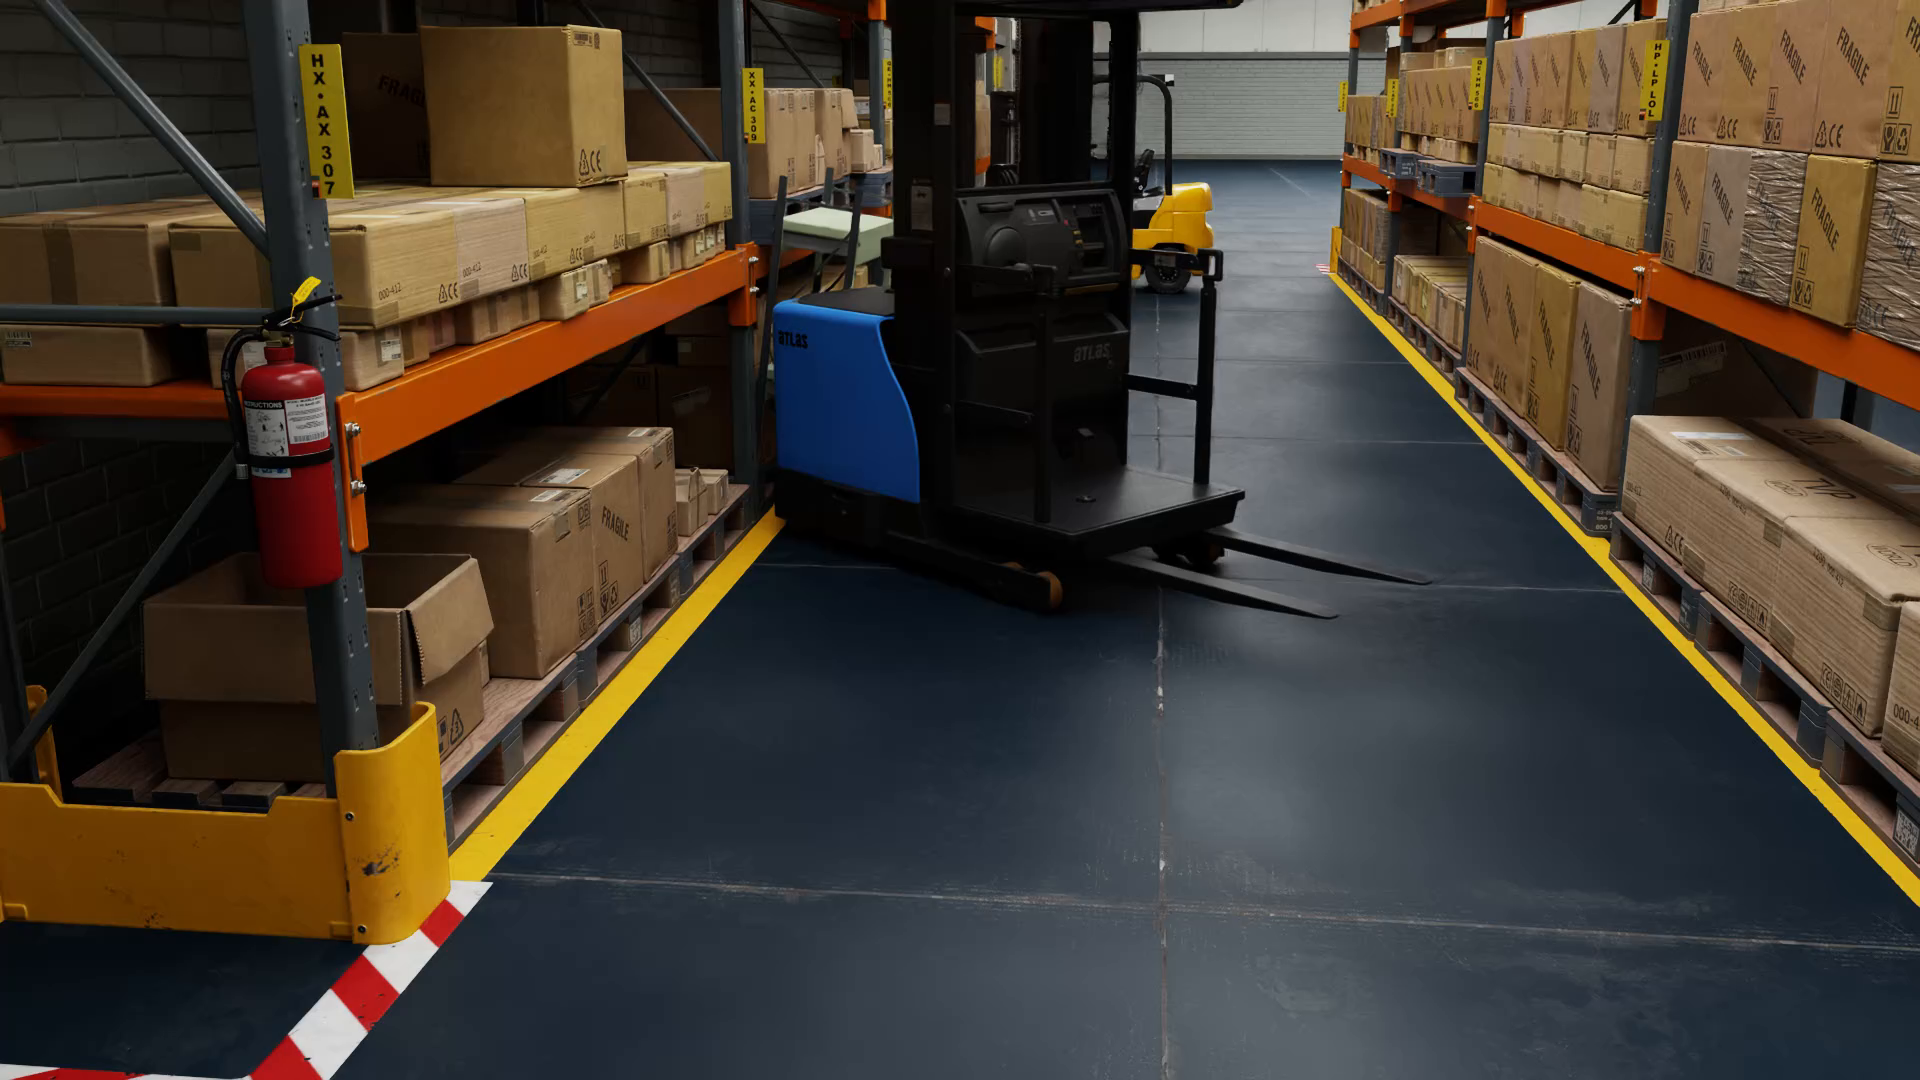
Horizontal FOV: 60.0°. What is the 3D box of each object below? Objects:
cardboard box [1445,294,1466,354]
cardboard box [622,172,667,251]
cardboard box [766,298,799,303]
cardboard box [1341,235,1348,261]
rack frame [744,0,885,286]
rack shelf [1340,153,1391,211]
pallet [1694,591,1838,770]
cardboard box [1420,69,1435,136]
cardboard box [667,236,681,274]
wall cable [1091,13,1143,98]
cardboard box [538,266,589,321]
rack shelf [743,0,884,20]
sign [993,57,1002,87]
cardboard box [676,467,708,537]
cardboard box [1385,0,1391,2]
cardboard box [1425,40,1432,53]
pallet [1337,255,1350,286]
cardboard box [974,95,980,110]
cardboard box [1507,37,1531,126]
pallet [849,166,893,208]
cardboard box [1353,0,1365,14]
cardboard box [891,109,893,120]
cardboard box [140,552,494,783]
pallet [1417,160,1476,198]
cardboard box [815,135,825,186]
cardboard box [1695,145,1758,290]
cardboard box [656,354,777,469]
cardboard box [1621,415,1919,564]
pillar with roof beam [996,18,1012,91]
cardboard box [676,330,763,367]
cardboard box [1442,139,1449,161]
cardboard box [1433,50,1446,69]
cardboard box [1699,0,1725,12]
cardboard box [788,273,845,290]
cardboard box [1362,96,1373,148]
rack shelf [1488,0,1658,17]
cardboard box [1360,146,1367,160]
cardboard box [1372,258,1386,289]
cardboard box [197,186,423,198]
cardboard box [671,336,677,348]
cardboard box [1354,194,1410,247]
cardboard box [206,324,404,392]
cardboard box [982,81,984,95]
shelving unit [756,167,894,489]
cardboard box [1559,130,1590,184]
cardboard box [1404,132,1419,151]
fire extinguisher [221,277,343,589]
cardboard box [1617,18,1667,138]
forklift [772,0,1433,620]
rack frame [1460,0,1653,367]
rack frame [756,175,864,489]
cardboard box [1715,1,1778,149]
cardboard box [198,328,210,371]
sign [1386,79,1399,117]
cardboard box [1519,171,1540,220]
[{"bbox_3d":[3.989,-1.516,11.753,0.950,0.372,0.625,1,15,2],"label":"cardboard box"},{"bbox_3d":[-1.395,-1.216,6.131,0.500,0.250,0.500,2,15,6],"label":"cardboard box"},{"bbox_3d":[-1.079,-1.278,9.385,0.380,0.149,0.250,2,15,8],"label":"cardboard box"},{"bbox_3d":[4.452,-3.185,18.157,0.500,0.250,0.500,2,15,6],"label":"cardboard box"},{"bbox_3d":[-1.017,-2.581,11.461,1.000,3.000,0.127,2,15,6],"label":"rack frame"},{"bbox_3d":[4.592,-3.645,16.772,1.077,0.370,4.000,2,15,6],"label":"rack shelf"},{"bbox_3d":[3.165,0.460,5.557,1.003,0.211,1.213,2,15,6],"label":"pallet"},{"bbox_3d":[3.856,-3.363,12.788,0.500,0.500,0.500,1,15,4],"label":"cardboard box"},{"bbox_3d":[-1.323,-1.129,6.571,0.380,0.149,0.250,2,15,8],"label":"cardboard box"},{"bbox_3d":[3.943,-14.405,49.643,3.097,2.526,0.112,2,15,6],"label":"wall cable"},{"bbox_3d":[-1.415,-0.795,5.336,0.380,0.149,0.250,1,15,5],"label":"cardboard box"},{"bbox_3d":[-1.243,-3.163,9.245,1.077,0.370,4.000,2,15,6],"label":"rack shelf"},{"bbox_3d":[0.423,-5.310,18.879,0.100,0.325,0.005,2,15,6],"label":"sign"},{"bbox_3d":[-1.280,-0.181,7.017,0.396,0.266,0.258,2,15,8],"label":"cardboard box"},{"bbox_3d":[4.229,-5.157,15.723,0.380,0.149,0.250,2,15,8],"label":"cardboard box"},{"bbox_3d":[4.711,-4.387,15.464,0.700,0.500,0.500,2,15,7],"label":"cardboard box"},{"bbox_3d":[4.683,-2.935,18.113,1.003,0.211,1.213,2,15,6],"label":"pallet"},{"bbox_3d":[0.004,-4.586,17.440,0.380,0.149,0.250,2,15,7],"label":"cardboard box"},{"bbox_3d":[3.570,-2.717,9.857,0.500,0.500,0.500,2,15,6],"label":"cardboard box"},{"bbox_3d":[-1.024,-2.311,10.828,1.213,0.211,1.003,2,15,6],"label":"pallet"},{"bbox_3d":[4.458,-5.761,17.955,0.380,0.149,0.250,2,15,6],"label":"cardboard box"},{"bbox_3d":[-0.660,-3.086,11.893,0.380,0.149,0.250,2,15,7],"label":"cardboard box"},{"bbox_3d":[-1.757,0.340,4.635,0.797,0.503,0.637,1,15,4],"label":"cardboard box"},{"bbox_3d":[3.890,-2.531,11.644,1.213,0.211,1.003,2,15,6],"label":"pallet"},{"bbox_3d":[-0.930,-2.030,8.877,0.396,0.266,0.258,2,15,9],"label":"cardboard box"},{"bbox_3d":[3.090,-1.202,6.170,0.500,0.500,0.500,2,15,7],"label":"cardboard box"},{"bbox_3d":[-1.190,-0.658,8.335,0.500,0.500,0.500,2,15,9],"label":"cardboard box"},{"bbox_3d":[3.286,-0.205,6.776,0.875,0.438,0.875,1,15,5],"label":"cardboard box"},{"bbox_3d":[5.220,-11.940,34.577,9.100,9.000,0.400,2,15,6],"label":"pillar with roof beam"},{"bbox_3d":[-1.164,-0.938,8.126,0.380,0.149,0.250,2,15,9],"label":"cardboard box"},{"bbox_3d":[3.697,-2.813,11.994,0.380,0.149,0.250,1,15,4],"label":"cardboard box"},{"bbox_3d":[3.942,-3.785,13.103,0.380,0.149,0.250,3,15,9],"label":"cardboard box"},{"bbox_3d":[3.170,-2.168,6.584,0.380,0.149,0.250,1,15,5],"label":"cardboard box"},{"bbox_3d":[-0.895,-1.616,10.633,0.380,0.149,0.250,1,15,4],"label":"cardboard box"},{"bbox_3d":[4.328,-4.189,16.646,0.500,0.500,0.500,1,15,5],"label":"cardboard box"},{"bbox_3d":[3.690,-3.018,8.708,1.077,0.370,4.000,2,15,6],"label":"rack shelf"},{"bbox_3d":[4.379,-4.043,17.347,0.380,0.149,0.250,2,15,8],"label":"cardboard box"},{"bbox_3d":[4.166,-2.510,15.661,0.500,0.250,0.500,2,15,9],"label":"cardboard box"},{"bbox_3d":[-2.012,-0.966,5.207,0.500,0.250,0.500,2,15,8],"label":"cardboard box"},{"bbox_3d":[-1.670,-1.088,8.682,0.380,0.149,0.250,2,15,7],"label":"cardboard box"},{"bbox_3d":[4.331,-3.275,17.054,0.500,0.500,0.500,2,15,7],"label":"cardboard box"},{"bbox_3d":[-1.610,-0.462,4.105,0.380,0.149,0.250,2,15,6],"label":"cardboard box"},{"bbox_3d":[0.055,-4.928,18.137,0.380,0.149,0.250,2,15,8],"label":"cardboard box"},{"bbox_3d":[-0.660,-1.035,8.216,0.431,1.500,0.755,11,18,10],"label":"shelving unit"},{"bbox_3d":[3.374,-1.953,8.468,0.500,0.250,0.500,2,15,8],"label":"cardboard box"},{"bbox_3d":[3.953,-3.356,14.004,0.380,0.149,0.250,2,15,7],"label":"cardboard box"},{"bbox_3d":[-1.477,-0.237,3.655,0.296,0.674,0.183,2,15,6],"label":"fire extinguisher"},{"bbox_3d":[3.265,-2.053,7.399,0.500,0.500,0.500,2,15,8],"label":"cardboard box"},{"bbox_3d":[0.501,-1.275,6.763,1.130,2.935,3.031,-14,20,-41],"label":"forklift"},{"bbox_3d":[3.915,-2.436,10.924,1.000,3.000,0.127,2,15,6],"label":"rack frame"},{"bbox_3d":[-0.741,-0.938,7.873,0.400,1.500,0.023,11,18,10],"label":"rack frame"},{"bbox_3d":[3.106,-1.682,6.029,0.500,0.500,0.500,1,15,6],"label":"cardboard box"},{"bbox_3d":[-2.059,-0.543,4.404,0.380,0.149,0.250,2,15,8],"label":"cardboard box"},{"bbox_3d":[3.827,-3.905,14.699,0.100,0.325,0.005,2,15,6],"label":"sign"},{"bbox_3d":[3.505,-1.974,9.504,0.500,0.250,0.500,2,15,8],"label":"cardboard box"}]
